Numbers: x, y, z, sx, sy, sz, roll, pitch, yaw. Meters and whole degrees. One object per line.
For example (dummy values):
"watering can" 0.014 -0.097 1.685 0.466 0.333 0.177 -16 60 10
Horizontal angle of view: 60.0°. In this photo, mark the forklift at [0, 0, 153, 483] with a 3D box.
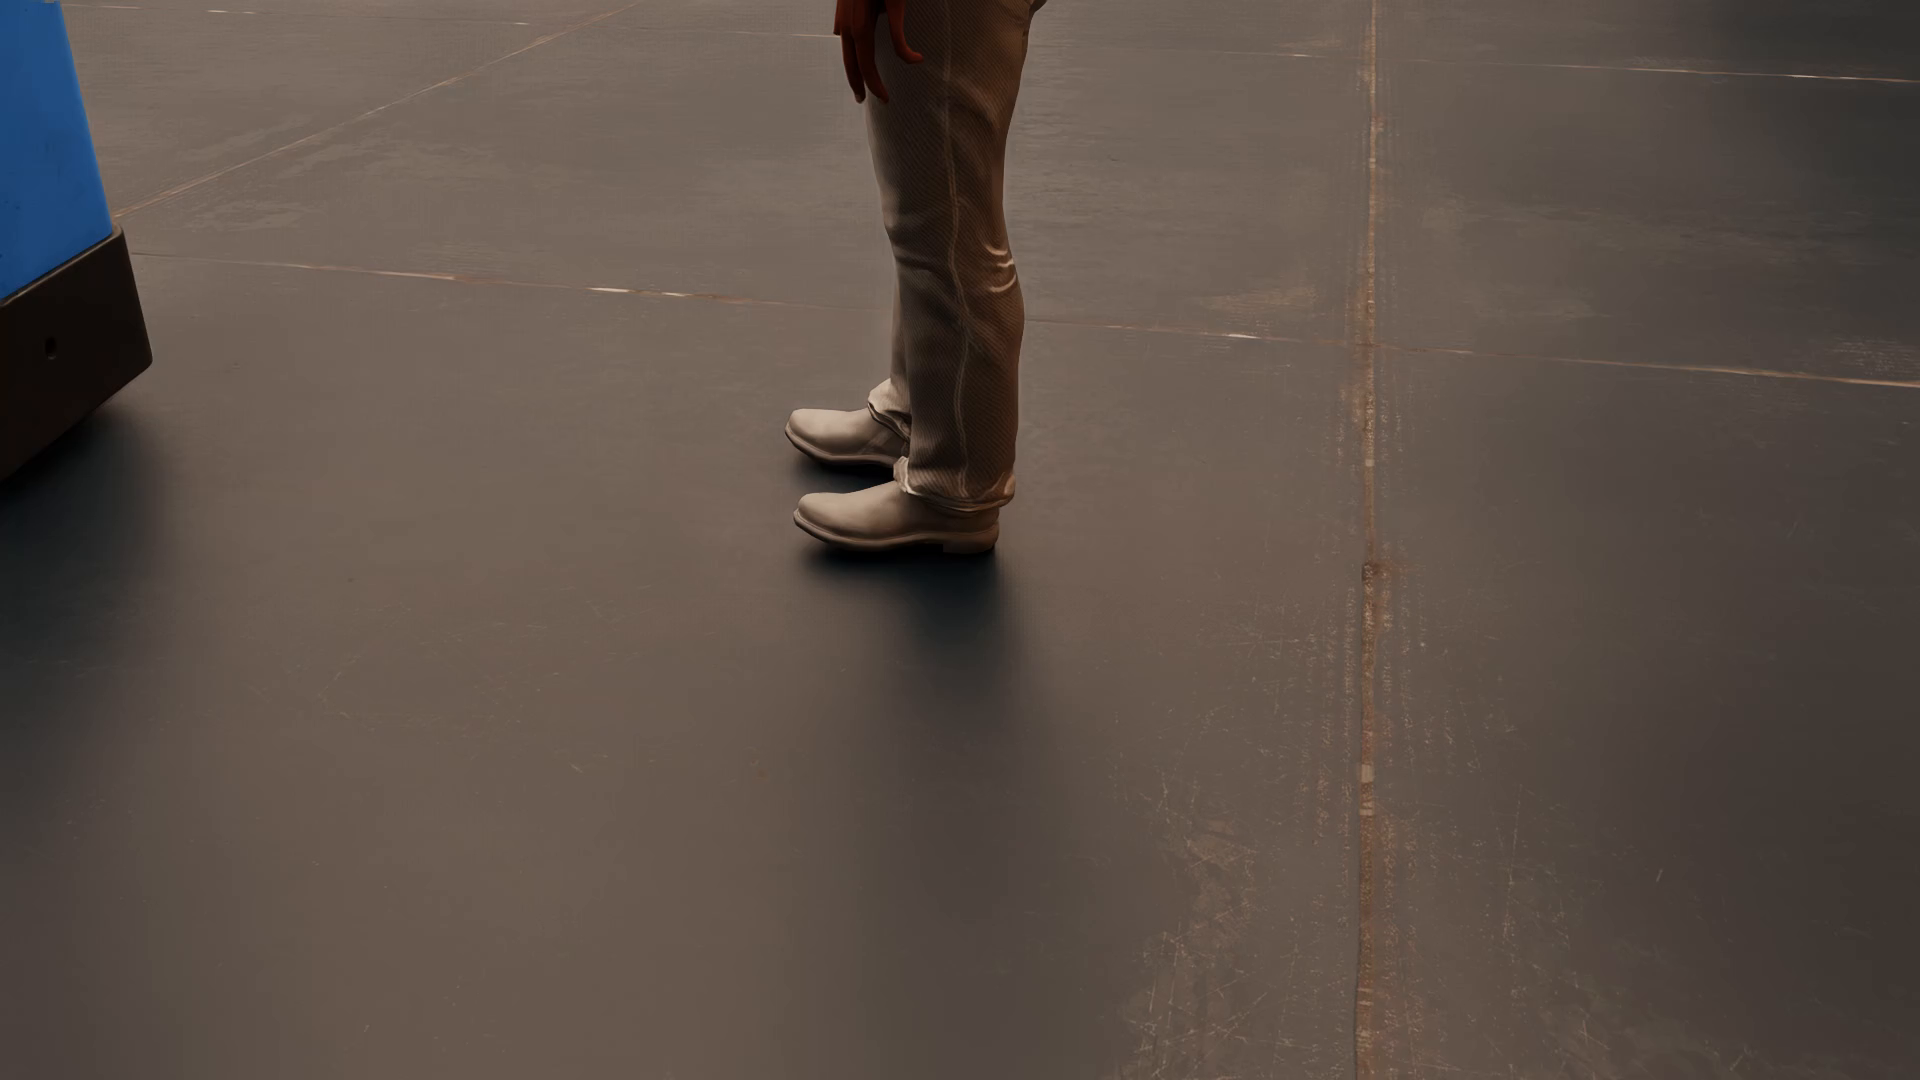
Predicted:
"forklift" -2.961 -1.374 1.970 3.031 2.935 1.130 1 27 1

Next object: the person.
"person" 0.011 -0.823 2.089 0.420 1.706 0.665 6 27 11
